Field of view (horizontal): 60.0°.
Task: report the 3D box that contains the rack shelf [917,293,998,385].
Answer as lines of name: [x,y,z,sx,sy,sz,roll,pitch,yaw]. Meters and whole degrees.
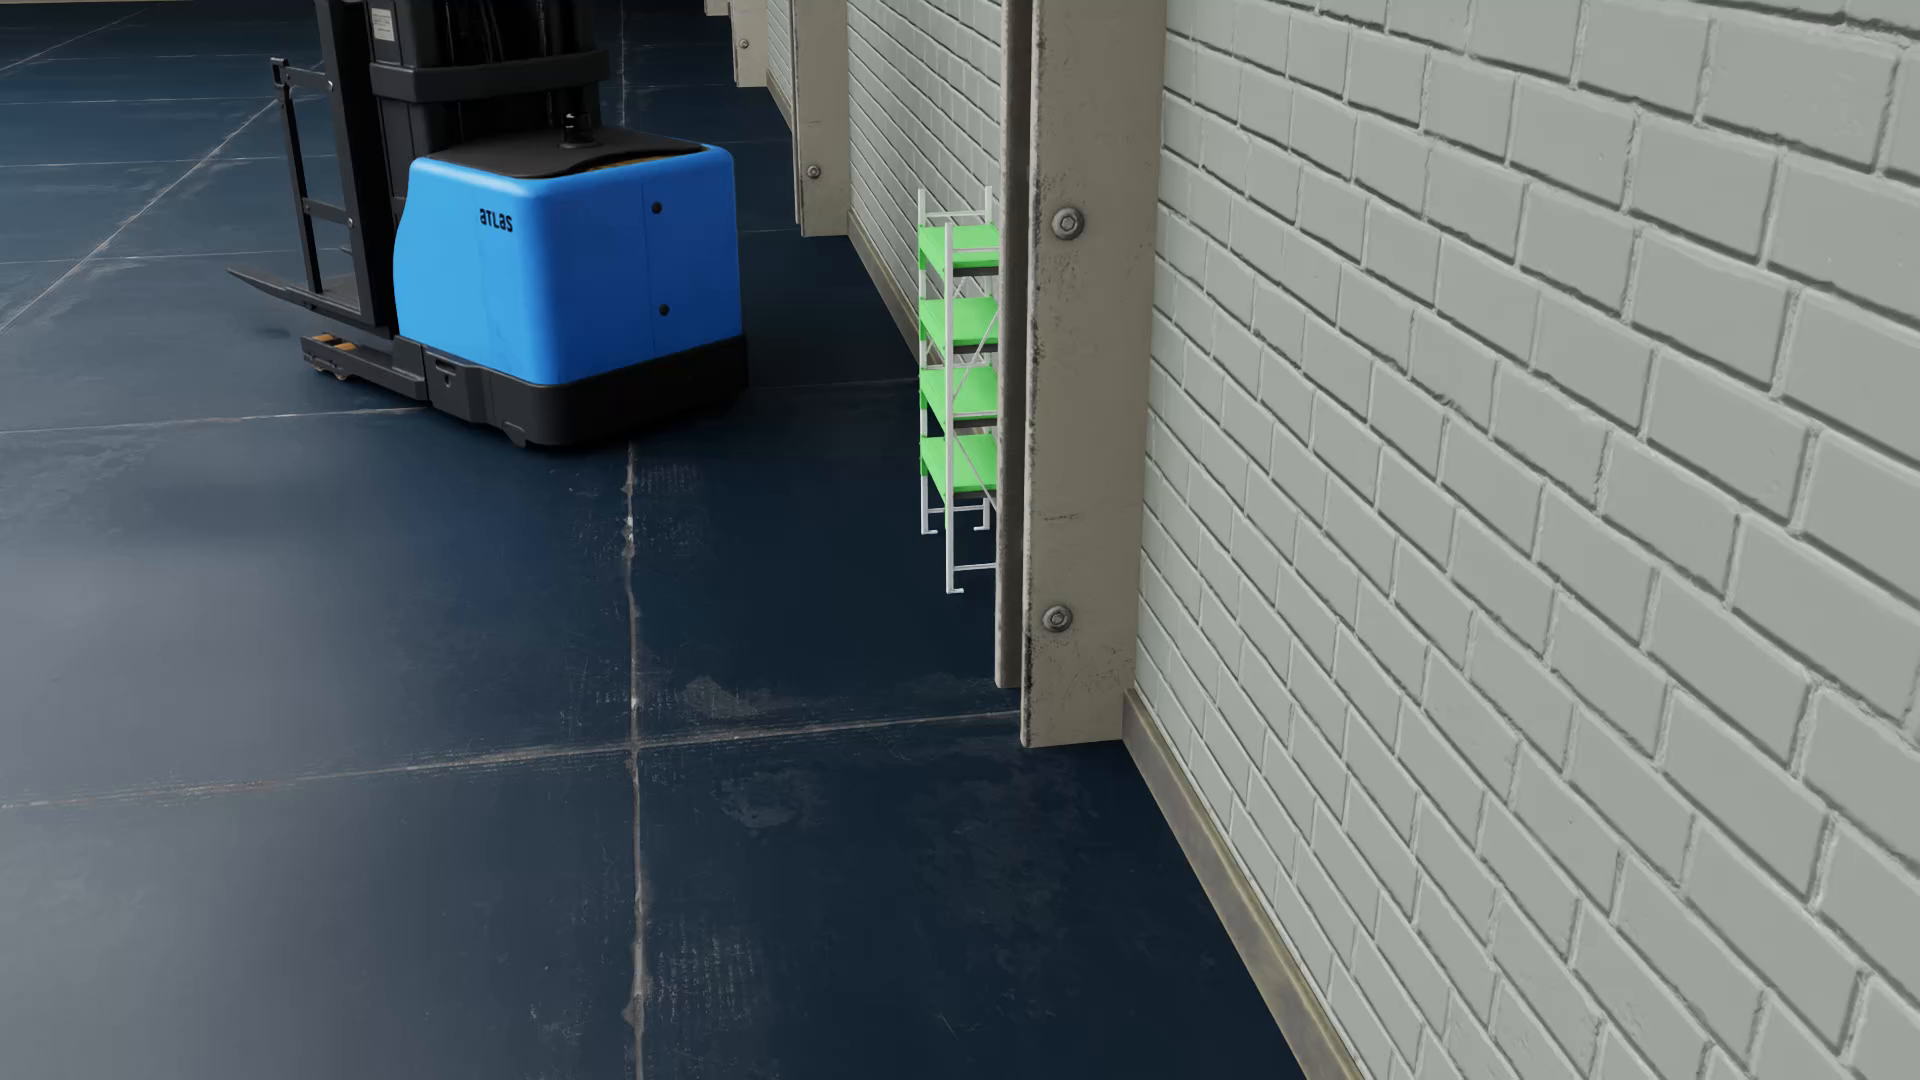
rack shelf: [0.031,-0.646,5.290,0.258,0.148,0.480,-4,24,-10]

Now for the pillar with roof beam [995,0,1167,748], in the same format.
pillar with roof beam: [-3.943,-3.335,2.143,9.100,9.000,0.400,-4,24,-10]

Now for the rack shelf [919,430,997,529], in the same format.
rack shelf: [0.031,-0.206,5.482,0.258,0.148,0.480,-4,24,-10]

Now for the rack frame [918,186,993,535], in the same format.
rack frame: [-0.015,-0.581,5.581,0.240,1.200,0.015,-4,24,-10]

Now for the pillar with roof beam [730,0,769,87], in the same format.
pillar with roof beam: [-6.162,-8.055,12.950,9.100,9.000,0.400,-4,24,-10]

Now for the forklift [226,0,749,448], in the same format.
forklift: [-2.322,-2.185,7.091,3.031,2.935,1.130,20,31,38]

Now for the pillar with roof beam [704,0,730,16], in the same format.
pillar with roof beam: [-7.271,-10.415,18.354,9.100,9.000,0.400,-4,24,-10]

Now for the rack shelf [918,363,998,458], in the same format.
rack shelf: [0.031,-0.426,5.386,0.258,0.148,0.480,-4,24,-10]

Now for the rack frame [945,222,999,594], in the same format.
rack frame: [0.076,-0.389,5.141,0.240,1.200,0.015,-4,24,-10]

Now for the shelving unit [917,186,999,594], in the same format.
shelving unit: [0.031,-0.485,5.361,0.258,1.200,0.503,-4,24,-10]

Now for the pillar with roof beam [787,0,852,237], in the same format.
pillar with roof beam: [-5.052,-5.695,7.547,9.100,9.000,0.400,-4,24,-10]

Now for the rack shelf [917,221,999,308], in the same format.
rack shelf: [0.031,-0.866,5.194,0.258,0.148,0.480,-4,24,-10]
